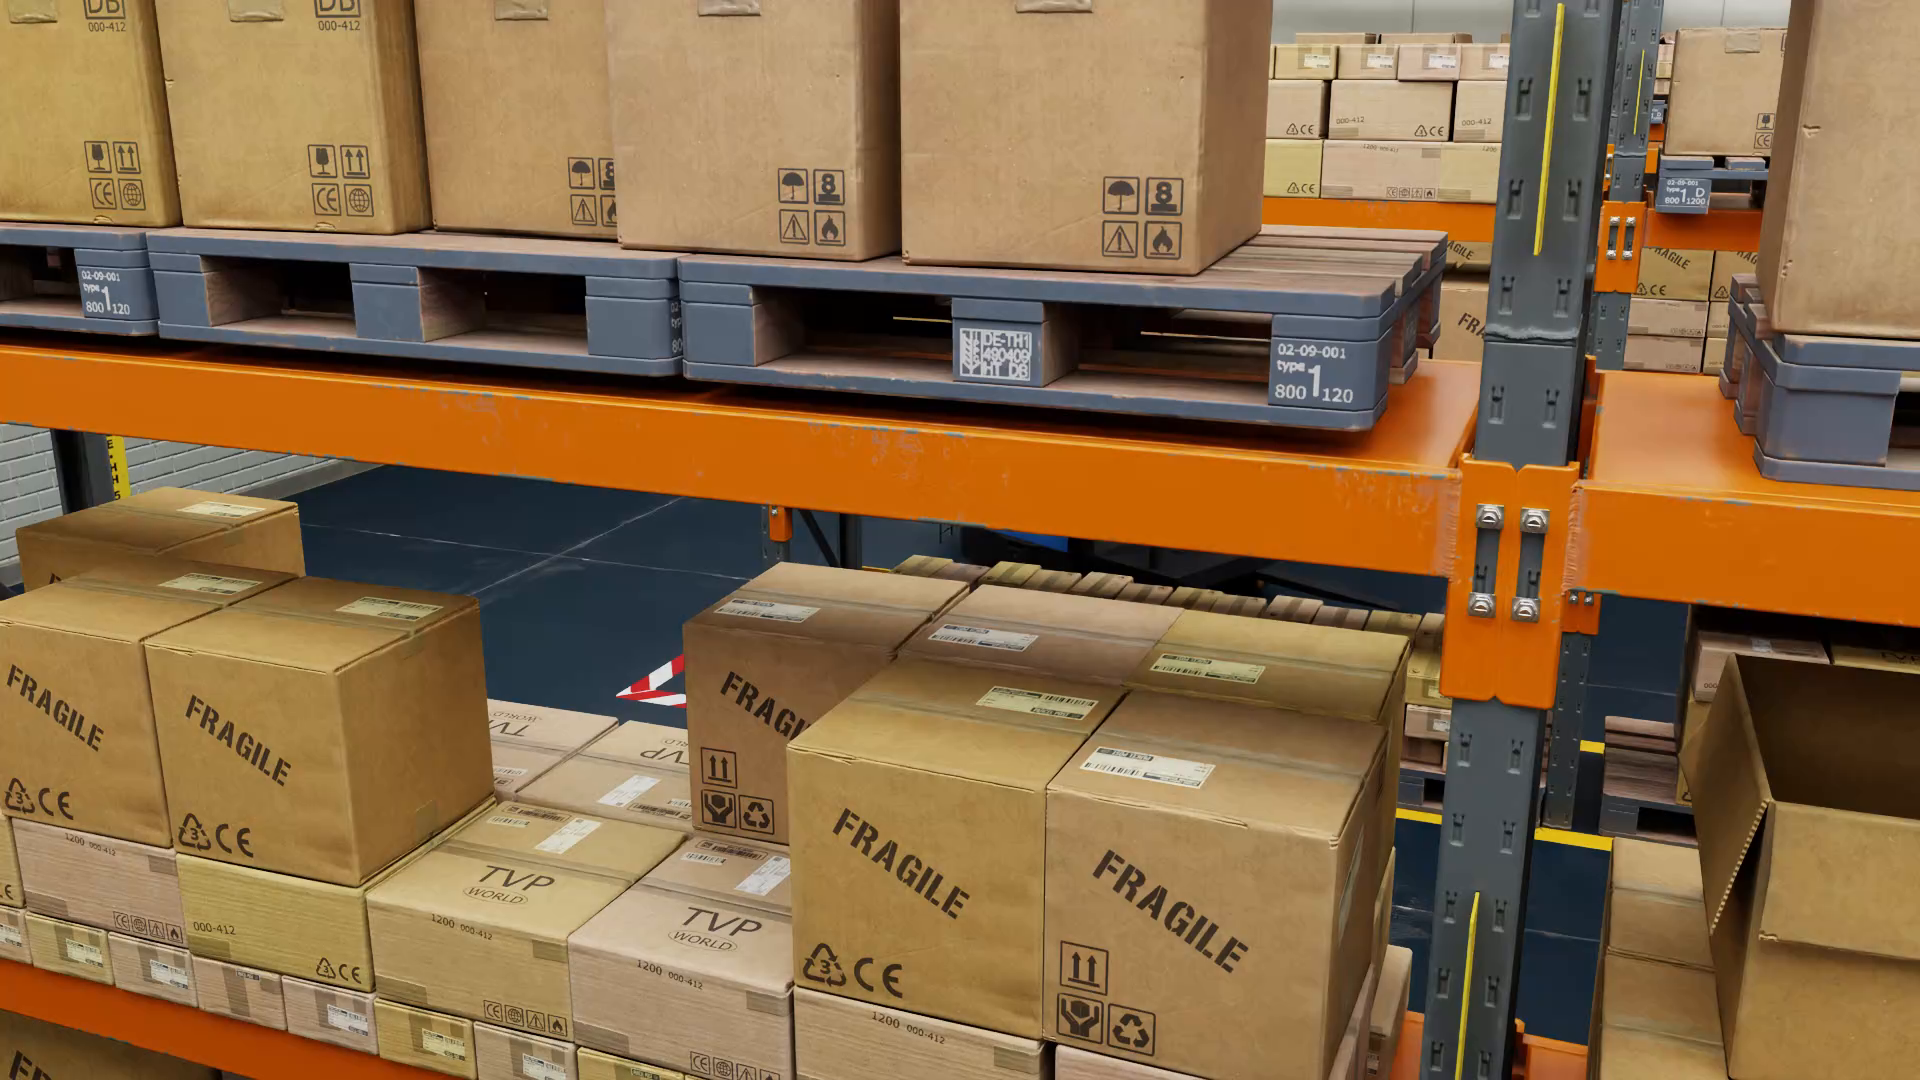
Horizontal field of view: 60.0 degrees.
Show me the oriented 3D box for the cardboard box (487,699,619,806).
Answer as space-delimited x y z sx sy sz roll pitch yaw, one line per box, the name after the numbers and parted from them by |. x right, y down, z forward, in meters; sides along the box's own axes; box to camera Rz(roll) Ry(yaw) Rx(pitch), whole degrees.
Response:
-1.230 0.636 4.338 0.500 0.250 0.500 6 17 19 | cardboard box

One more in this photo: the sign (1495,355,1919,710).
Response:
5.397 -1.940 8.319 4.000 0.966 14.919 6 17 21 | sign

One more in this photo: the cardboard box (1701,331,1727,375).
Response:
5.428 -1.301 11.544 0.500 0.250 0.500 6 17 19 | cardboard box

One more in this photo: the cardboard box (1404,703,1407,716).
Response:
1.990 0.783 7.924 0.250 0.149 0.380 6 17 19 | cardboard box

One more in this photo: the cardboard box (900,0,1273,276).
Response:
0.247 -0.772 2.959 0.500 0.500 0.700 5 17 17 | cardboard box

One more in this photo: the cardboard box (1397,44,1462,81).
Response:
2.028 -2.045 7.113 0.250 0.149 0.380 6 17 21 | cardboard box

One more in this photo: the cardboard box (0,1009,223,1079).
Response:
-2.099 1.485 4.735 0.875 0.875 0.875 6 17 21 | cardboard box

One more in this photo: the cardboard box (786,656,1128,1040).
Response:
0.007 0.570 3.220 0.500 0.500 0.500 6 17 21 | cardboard box

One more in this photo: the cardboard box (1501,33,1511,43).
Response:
4.163 -3.392 11.985 0.500 0.500 0.500 7 17 22 | cardboard box

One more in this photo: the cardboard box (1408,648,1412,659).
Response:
1.998 0.628 7.922 0.250 0.149 0.380 6 17 20 | cardboard box

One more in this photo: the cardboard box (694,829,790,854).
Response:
-0.288 0.741 3.978 0.500 0.250 0.500 7 17 22 | cardboard box

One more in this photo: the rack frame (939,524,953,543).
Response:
-0.102 -0.443 12.087 0.006 0.900 0.240 6 17 21 | rack frame

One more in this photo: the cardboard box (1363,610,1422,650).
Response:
2.179 0.491 8.395 0.269 0.149 0.392 7 18 23 | cardboard box

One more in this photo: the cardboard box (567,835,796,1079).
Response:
-0.467 0.879 3.502 0.500 0.250 0.500 7 17 22 | cardboard box

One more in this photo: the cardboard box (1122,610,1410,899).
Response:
0.646 0.485 3.514 0.500 0.500 0.500 6 17 21 | cardboard box

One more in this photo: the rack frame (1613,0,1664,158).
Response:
2.911 -3.126 6.801 0.127 3.000 1.000 6 17 21 | rack frame

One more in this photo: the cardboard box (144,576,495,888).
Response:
-1.427 0.413 3.762 0.500 0.500 0.500 6 17 19 | cardboard box

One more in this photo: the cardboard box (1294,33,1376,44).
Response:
2.733 -3.441 12.155 0.500 0.500 0.500 7 17 22 | cardboard box

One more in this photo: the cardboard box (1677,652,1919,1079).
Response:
1.595 0.565 2.870 0.637 0.503 0.797 6 17 19 | cardboard box

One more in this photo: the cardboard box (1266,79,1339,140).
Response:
1.422 -1.943 7.479 0.500 0.250 0.500 7 18 23 | cardboard box

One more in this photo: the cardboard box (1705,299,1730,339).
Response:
5.435 -1.543 11.480 0.500 0.250 0.500 7 17 21 | cardboard box

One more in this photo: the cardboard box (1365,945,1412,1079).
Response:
0.844 1.035 3.678 0.250 0.149 0.380 6 17 21 | cardboard box

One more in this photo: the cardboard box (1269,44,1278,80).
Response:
1.307 -2.132 7.413 0.265 0.149 0.390 7 18 22 | cardboard box

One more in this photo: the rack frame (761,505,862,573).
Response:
-0.810 -0.654 9.046 0.127 3.000 1.000 6 17 21 | rack frame

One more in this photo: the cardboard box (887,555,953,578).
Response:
-0.224 0.216 9.342 0.250 0.149 0.380 6 17 21 | cardboard box

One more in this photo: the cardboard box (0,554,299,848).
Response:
-1.911 0.361 3.939 0.500 0.500 0.500 6 17 19 | cardboard box

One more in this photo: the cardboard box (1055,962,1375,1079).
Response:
0.490 0.983 3.142 0.500 0.250 0.500 6 17 20 | cardboard box

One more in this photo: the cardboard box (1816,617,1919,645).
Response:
4.170 0.460 7.593 0.500 0.250 0.500 7 18 23 | cardboard box

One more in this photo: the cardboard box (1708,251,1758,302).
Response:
5.421 -1.903 11.375 0.500 0.500 0.500 6 17 20 | cardboard box

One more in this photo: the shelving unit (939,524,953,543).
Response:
4.042 -0.275 5.863 12.137 4.047 8.426 6 17 21 | shelving unit

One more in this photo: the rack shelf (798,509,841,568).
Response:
-0.811 -0.653 9.044 0.053 2.616 0.949 6 17 21 | rack shelf

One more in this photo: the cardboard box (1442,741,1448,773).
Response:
2.422 0.971 7.810 0.250 0.149 0.380 7 17 21 | cardboard box

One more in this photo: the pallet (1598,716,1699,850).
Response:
3.636 1.174 7.753 1.213 0.211 1.003 6 17 21 | pallet

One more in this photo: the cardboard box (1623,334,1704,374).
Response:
4.946 -1.354 11.725 0.500 0.250 0.500 6 17 19 | cardboard box

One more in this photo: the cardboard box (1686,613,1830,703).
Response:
3.502 0.538 7.326 0.500 0.250 0.500 5 17 18 | cardboard box

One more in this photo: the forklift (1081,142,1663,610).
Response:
3.587 -2.758 12.333 7.407 5.209 9.711 -15 22 -41 | forklift

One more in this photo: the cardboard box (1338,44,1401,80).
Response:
1.827 -2.102 7.311 0.250 0.149 0.380 7 18 23 | cardboard box

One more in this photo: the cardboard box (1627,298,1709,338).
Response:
4.939 -1.589 11.639 0.500 0.250 0.500 6 17 19 | cardboard box

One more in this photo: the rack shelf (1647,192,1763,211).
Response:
4.772 -1.264 6.577 3.809 0.052 0.919 6 17 21 | rack shelf

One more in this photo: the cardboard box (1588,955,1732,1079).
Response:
1.334 1.095 2.842 0.500 0.500 0.500 6 17 21 | cardboard box

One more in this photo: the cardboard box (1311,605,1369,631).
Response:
1.928 0.470 8.466 0.250 0.149 0.380 6 17 19 | cardboard box

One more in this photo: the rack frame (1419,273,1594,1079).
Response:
0.997 1.031 3.242 0.127 3.000 1.000 6 17 21 | rack frame

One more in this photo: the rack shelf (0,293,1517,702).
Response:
-0.863 -0.269 3.628 4.000 0.370 1.077 6 17 21 | rack shelf

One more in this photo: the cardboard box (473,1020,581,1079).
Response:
-0.838 1.048 3.635 0.250 0.149 0.380 7 17 22 | cardboard box

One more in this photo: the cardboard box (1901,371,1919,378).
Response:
6.361 -1.191 11.165 0.500 0.250 0.500 6 17 20 | cardboard box

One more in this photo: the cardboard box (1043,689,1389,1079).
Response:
0.472 0.623 3.040 0.500 0.500 0.500 7 18 22 | cardboard box

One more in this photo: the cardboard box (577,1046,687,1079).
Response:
-0.602 1.074 3.544 0.250 0.149 0.380 6 17 20 | cardboard box

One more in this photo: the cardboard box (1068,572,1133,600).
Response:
0.764 0.306 9.032 0.250 0.149 0.380 7 18 23 | cardboard box

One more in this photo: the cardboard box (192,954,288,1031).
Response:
-1.558 0.969 3.906 0.250 0.149 0.380 6 17 20 | cardboard box

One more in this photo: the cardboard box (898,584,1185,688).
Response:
0.190 0.432 3.694 0.500 0.500 0.500 6 17 21 | cardboard box

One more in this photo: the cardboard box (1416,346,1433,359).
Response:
1.892 -0.945 7.544 0.500 0.500 0.500 6 17 19 | cardboard box

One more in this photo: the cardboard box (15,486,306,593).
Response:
-2.174 0.173 4.589 0.500 0.500 0.500 7 17 21 | cardboard box

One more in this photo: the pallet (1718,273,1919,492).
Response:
1.868 -0.236 2.571 1.217 0.209 0.805 6 17 18 | pallet

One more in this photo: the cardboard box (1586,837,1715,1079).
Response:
1.533 0.960 3.307 0.500 0.500 0.500 6 17 21 | cardboard box

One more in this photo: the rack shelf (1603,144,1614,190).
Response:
2.773 -2.839 12.482 4.000 0.370 1.077 6 17 21 | rack shelf
